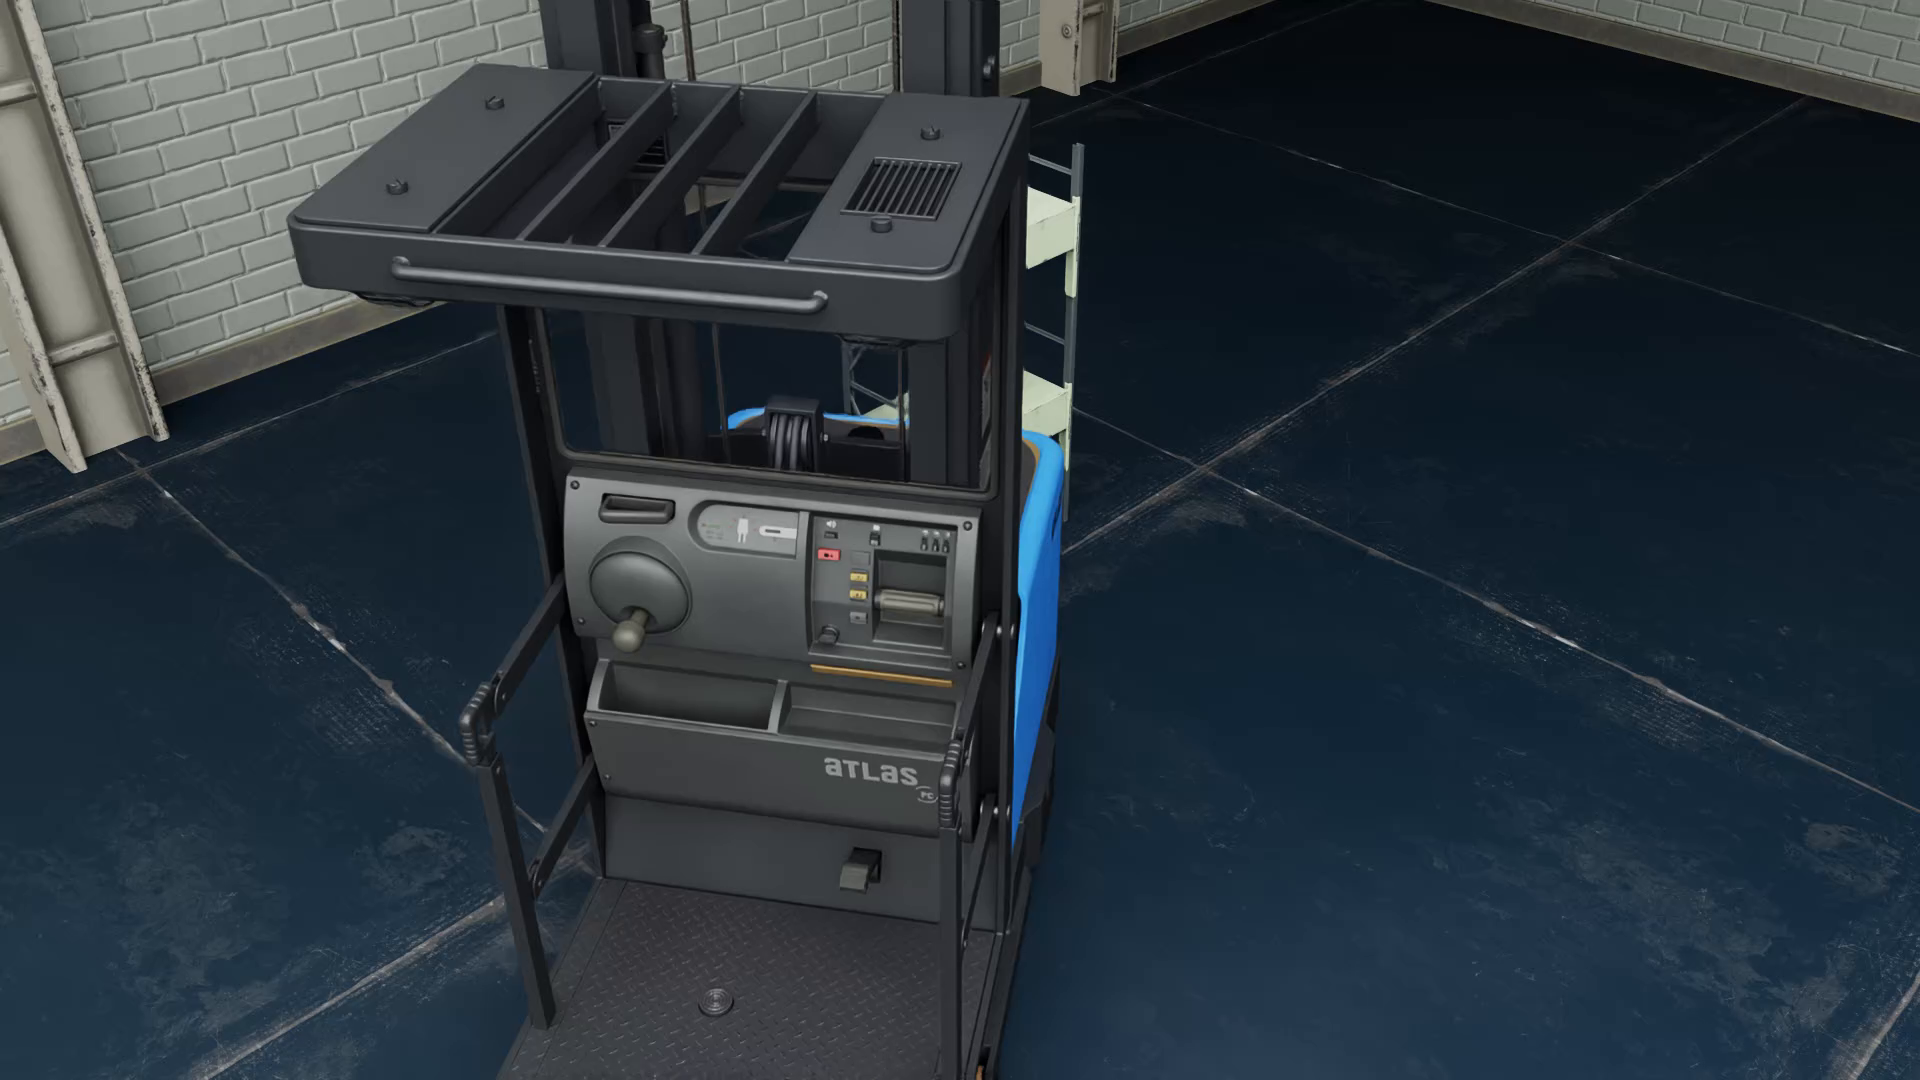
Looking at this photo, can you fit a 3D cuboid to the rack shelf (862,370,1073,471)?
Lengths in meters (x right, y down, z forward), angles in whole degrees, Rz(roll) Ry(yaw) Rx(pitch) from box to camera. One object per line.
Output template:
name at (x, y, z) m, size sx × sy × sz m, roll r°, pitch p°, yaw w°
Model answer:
rack shelf at (0.005, -0.350, 6.011) m, size 0.431 × 0.370 × 0.720 m, roll 30°, pitch 45°, yaw 35°

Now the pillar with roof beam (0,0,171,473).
pillar with roof beam at (-0.447, -2.362, 1.770) m, size 9.100 × 9.000 × 0.400 m, roll 30°, pitch 45°, yaw 35°

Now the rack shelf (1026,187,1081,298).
rack shelf at (0.005, -0.938, 5.602) m, size 0.431 × 0.370 × 0.720 m, roll 30°, pitch 45°, yaw 35°

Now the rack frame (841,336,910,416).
rack frame at (-0.253, -0.469, 5.612) m, size 0.400 × 1.500 × 0.023 m, roll 30°, pitch 45°, yaw 35°

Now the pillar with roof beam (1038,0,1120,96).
pillar with roof beam at (3.780, -4.798, 5.263) m, size 9.100 × 9.000 × 0.400 m, roll 30°, pitch 45°, yaw 35°

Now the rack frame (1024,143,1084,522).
rack frame at (0.263, -0.766, 6.038) m, size 0.400 × 1.500 × 0.023 m, roll 30°, pitch 45°, yaw 35°

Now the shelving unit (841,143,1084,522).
shelving unit at (0.005, -0.618, 5.825) m, size 0.431 × 1.500 × 0.755 m, roll 30°, pitch 45°, yaw 35°

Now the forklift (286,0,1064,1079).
forklift at (-0.458, 0.144, 3.482) m, size 1.130 × 2.935 × 3.031 m, roll 6°, pitch 35°, yaw 9°
